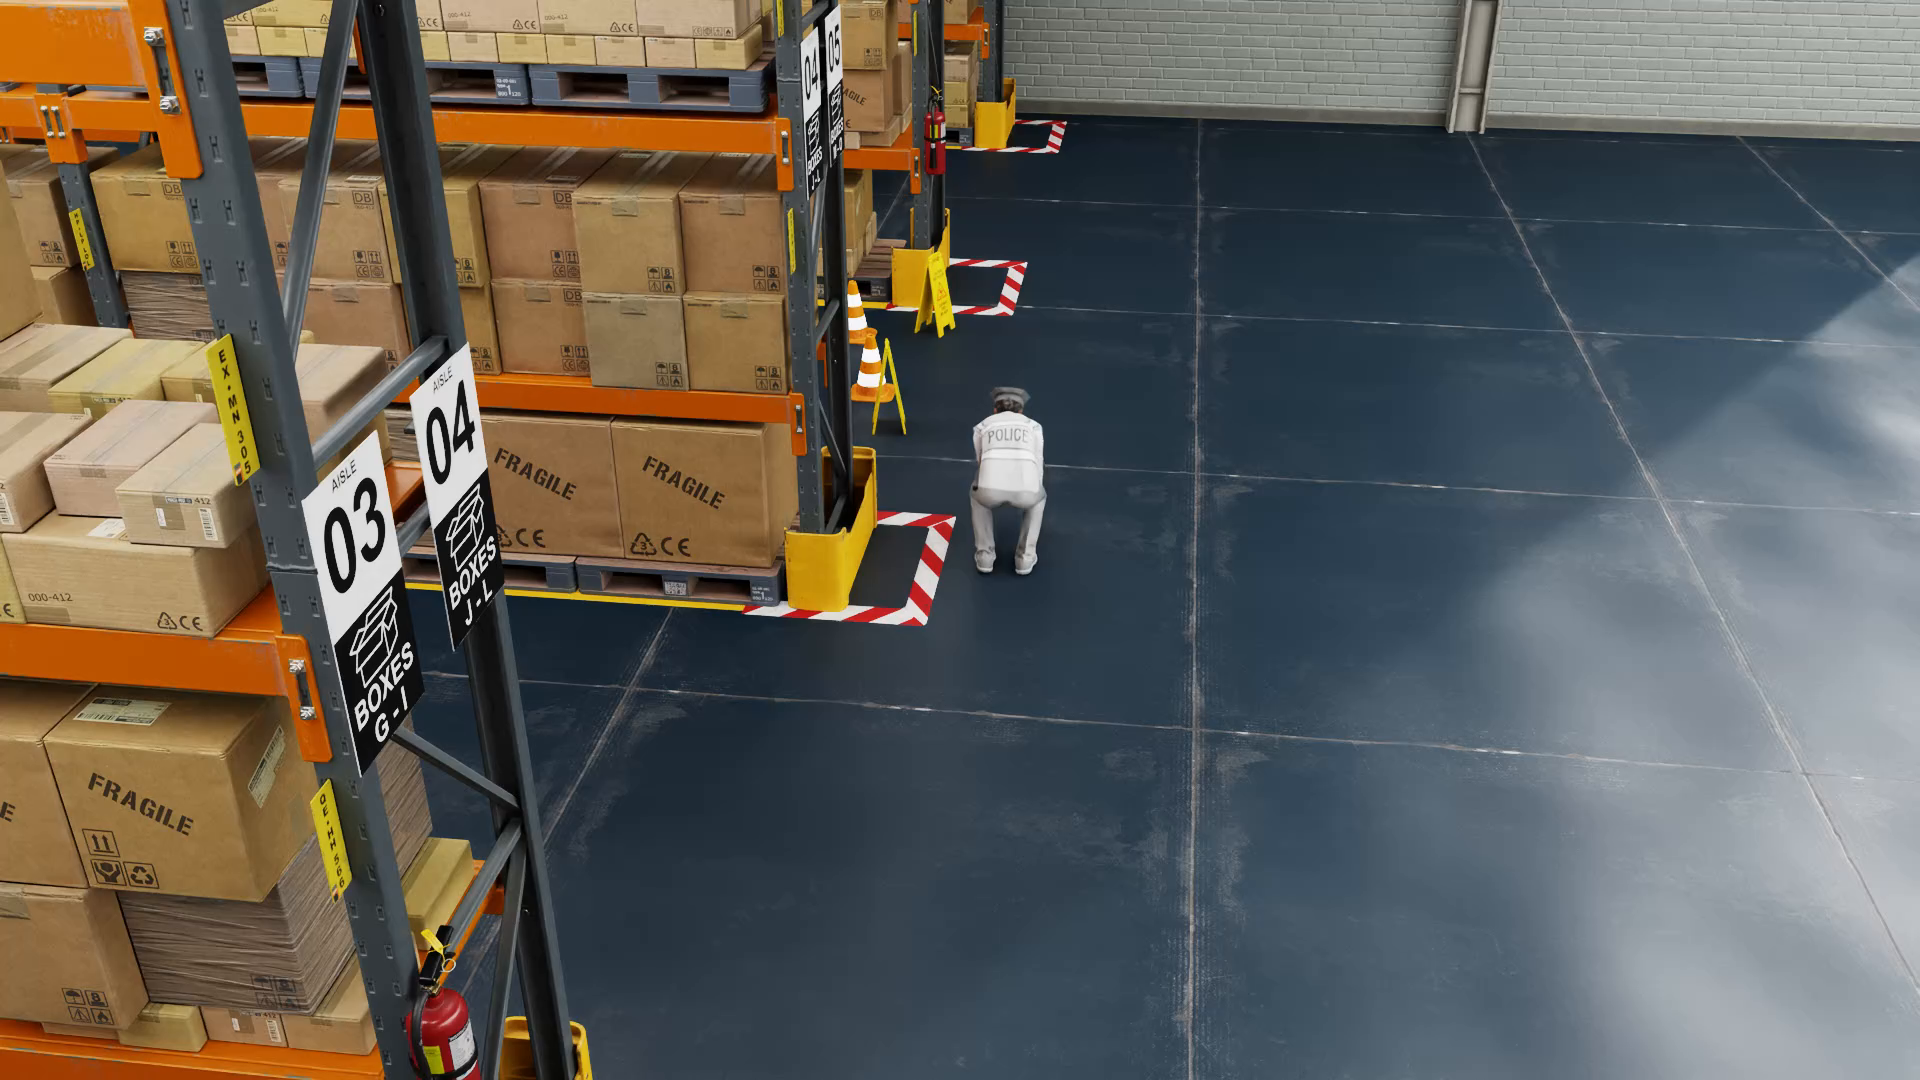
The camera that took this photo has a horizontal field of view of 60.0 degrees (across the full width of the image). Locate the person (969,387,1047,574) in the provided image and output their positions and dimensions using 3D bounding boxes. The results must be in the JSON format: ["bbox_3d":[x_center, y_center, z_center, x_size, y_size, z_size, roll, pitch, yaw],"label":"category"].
[{"bbox_3d":[0.289,-0.355,9.997,0.468,0.981,0.903,2,29,4],"label":"person"}]
